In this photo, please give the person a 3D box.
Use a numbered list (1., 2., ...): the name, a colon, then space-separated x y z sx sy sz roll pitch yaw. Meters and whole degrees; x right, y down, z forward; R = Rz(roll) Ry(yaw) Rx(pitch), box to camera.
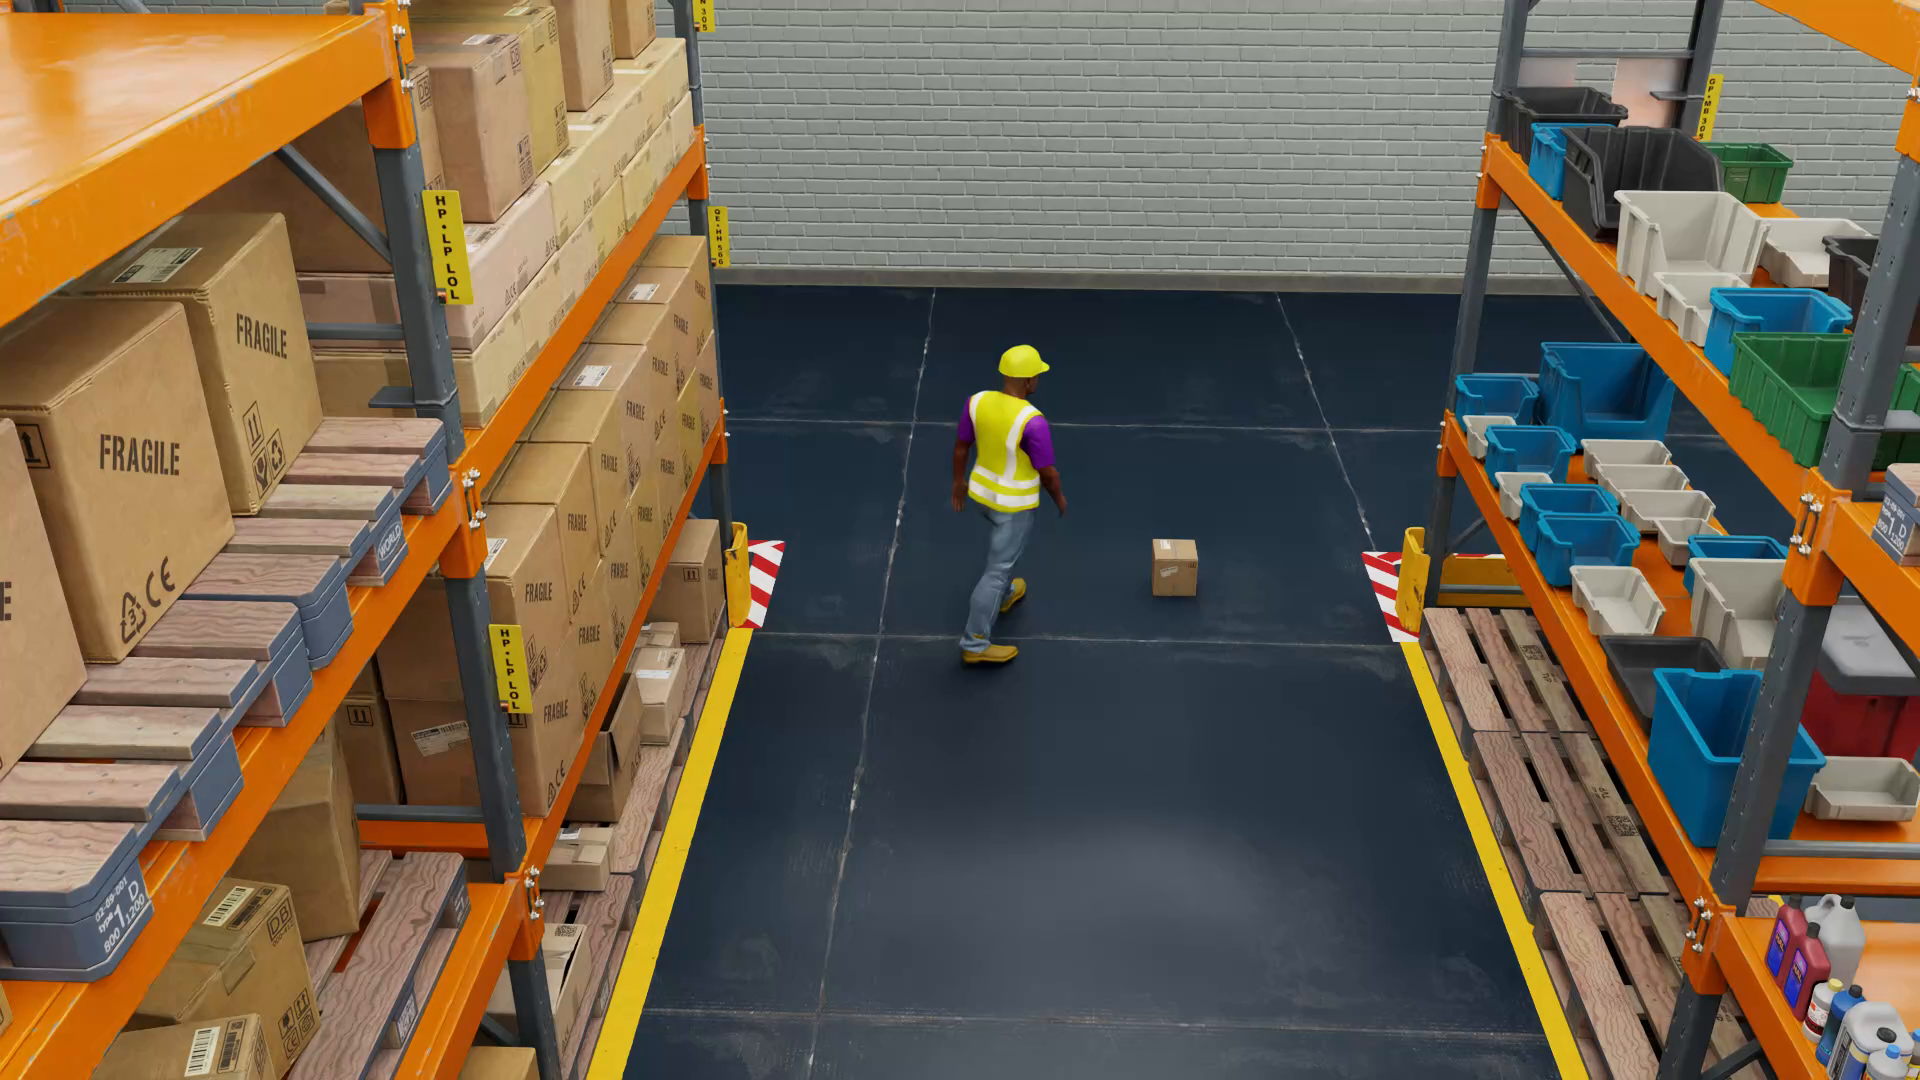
1. person: 1.387 3.172 2.620 8.305 1.721 13.402 -21 34 -34
